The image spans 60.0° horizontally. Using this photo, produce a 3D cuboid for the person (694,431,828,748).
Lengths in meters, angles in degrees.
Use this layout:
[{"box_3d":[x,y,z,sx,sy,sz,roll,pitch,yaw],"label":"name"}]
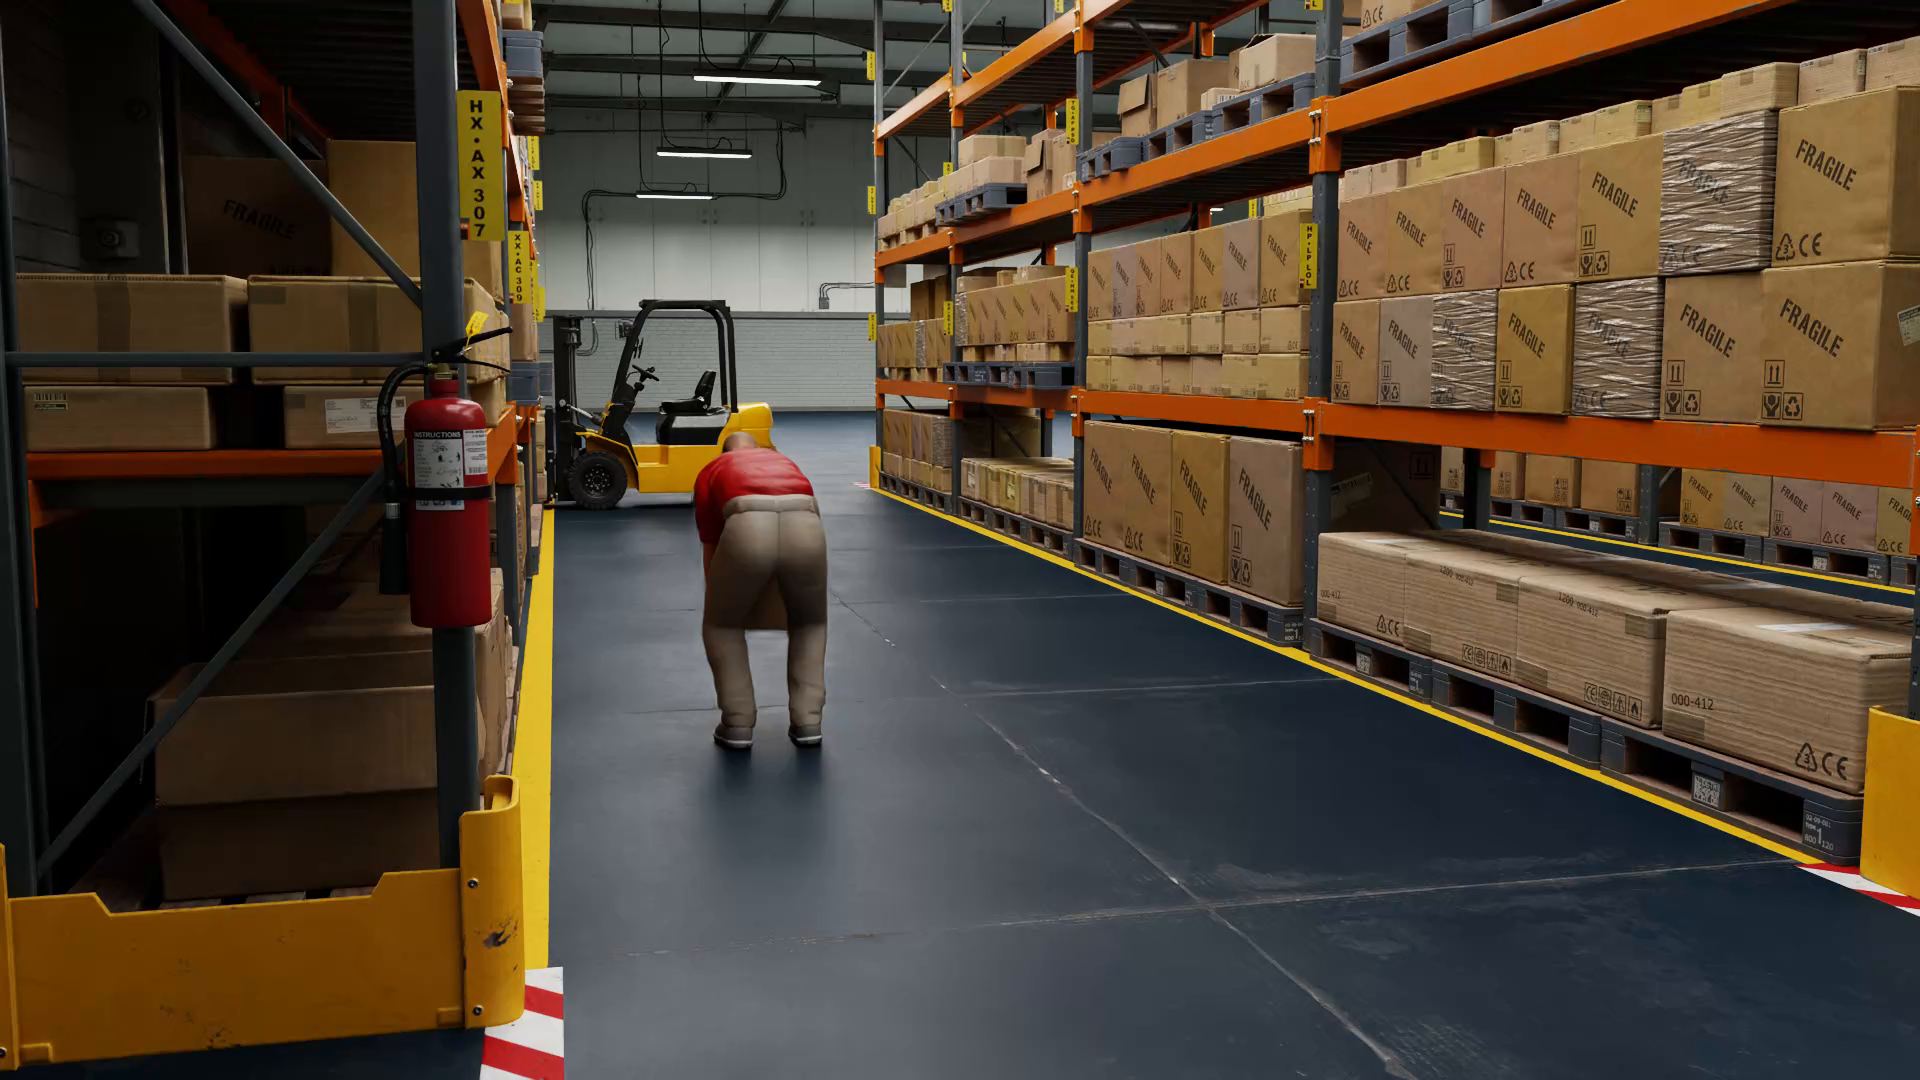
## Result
[{"box_3d":[-0.810,0.182,6.758,0.508,1.216,0.922,-2,6,-16],"label":"person"}]
